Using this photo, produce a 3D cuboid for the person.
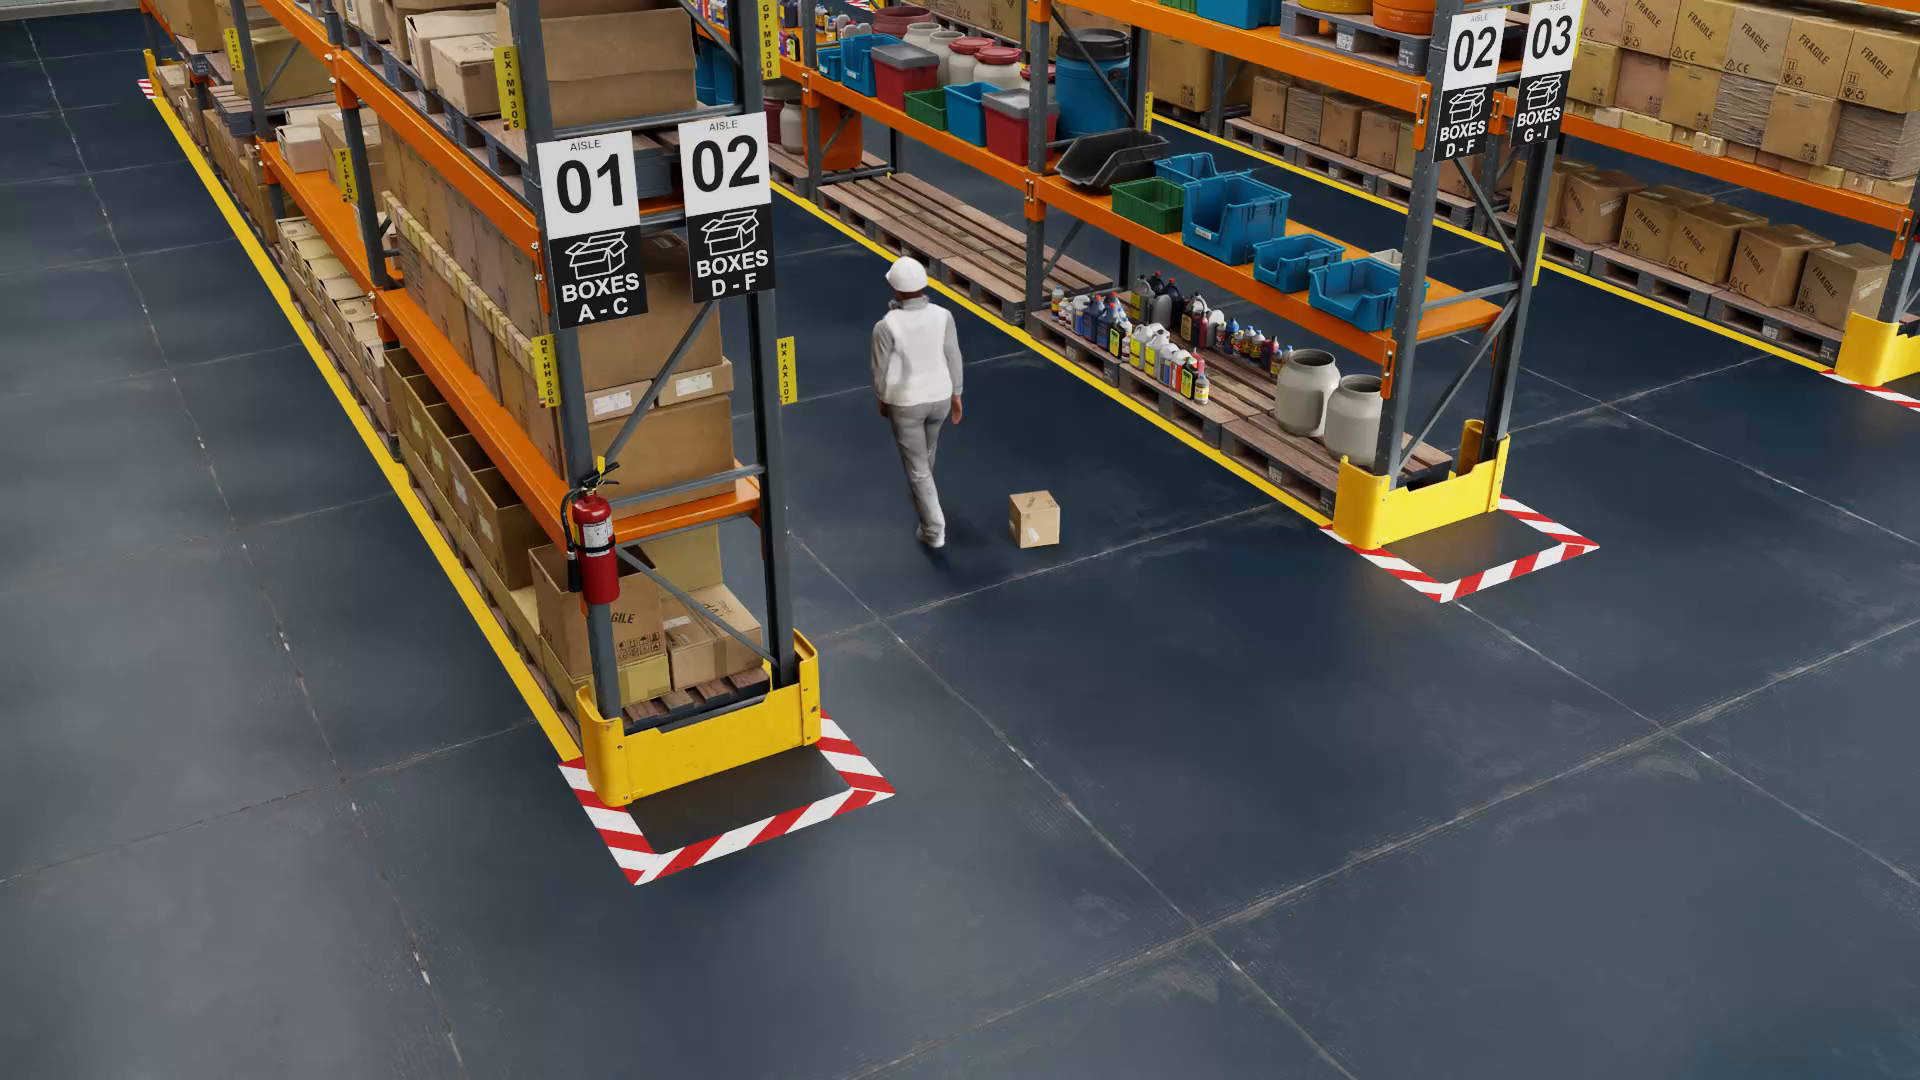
[{"bbox_3d":[-0.280,-0.886,10.139,0.549,1.724,1.003,-14,32,-23],"label":"person"}]
